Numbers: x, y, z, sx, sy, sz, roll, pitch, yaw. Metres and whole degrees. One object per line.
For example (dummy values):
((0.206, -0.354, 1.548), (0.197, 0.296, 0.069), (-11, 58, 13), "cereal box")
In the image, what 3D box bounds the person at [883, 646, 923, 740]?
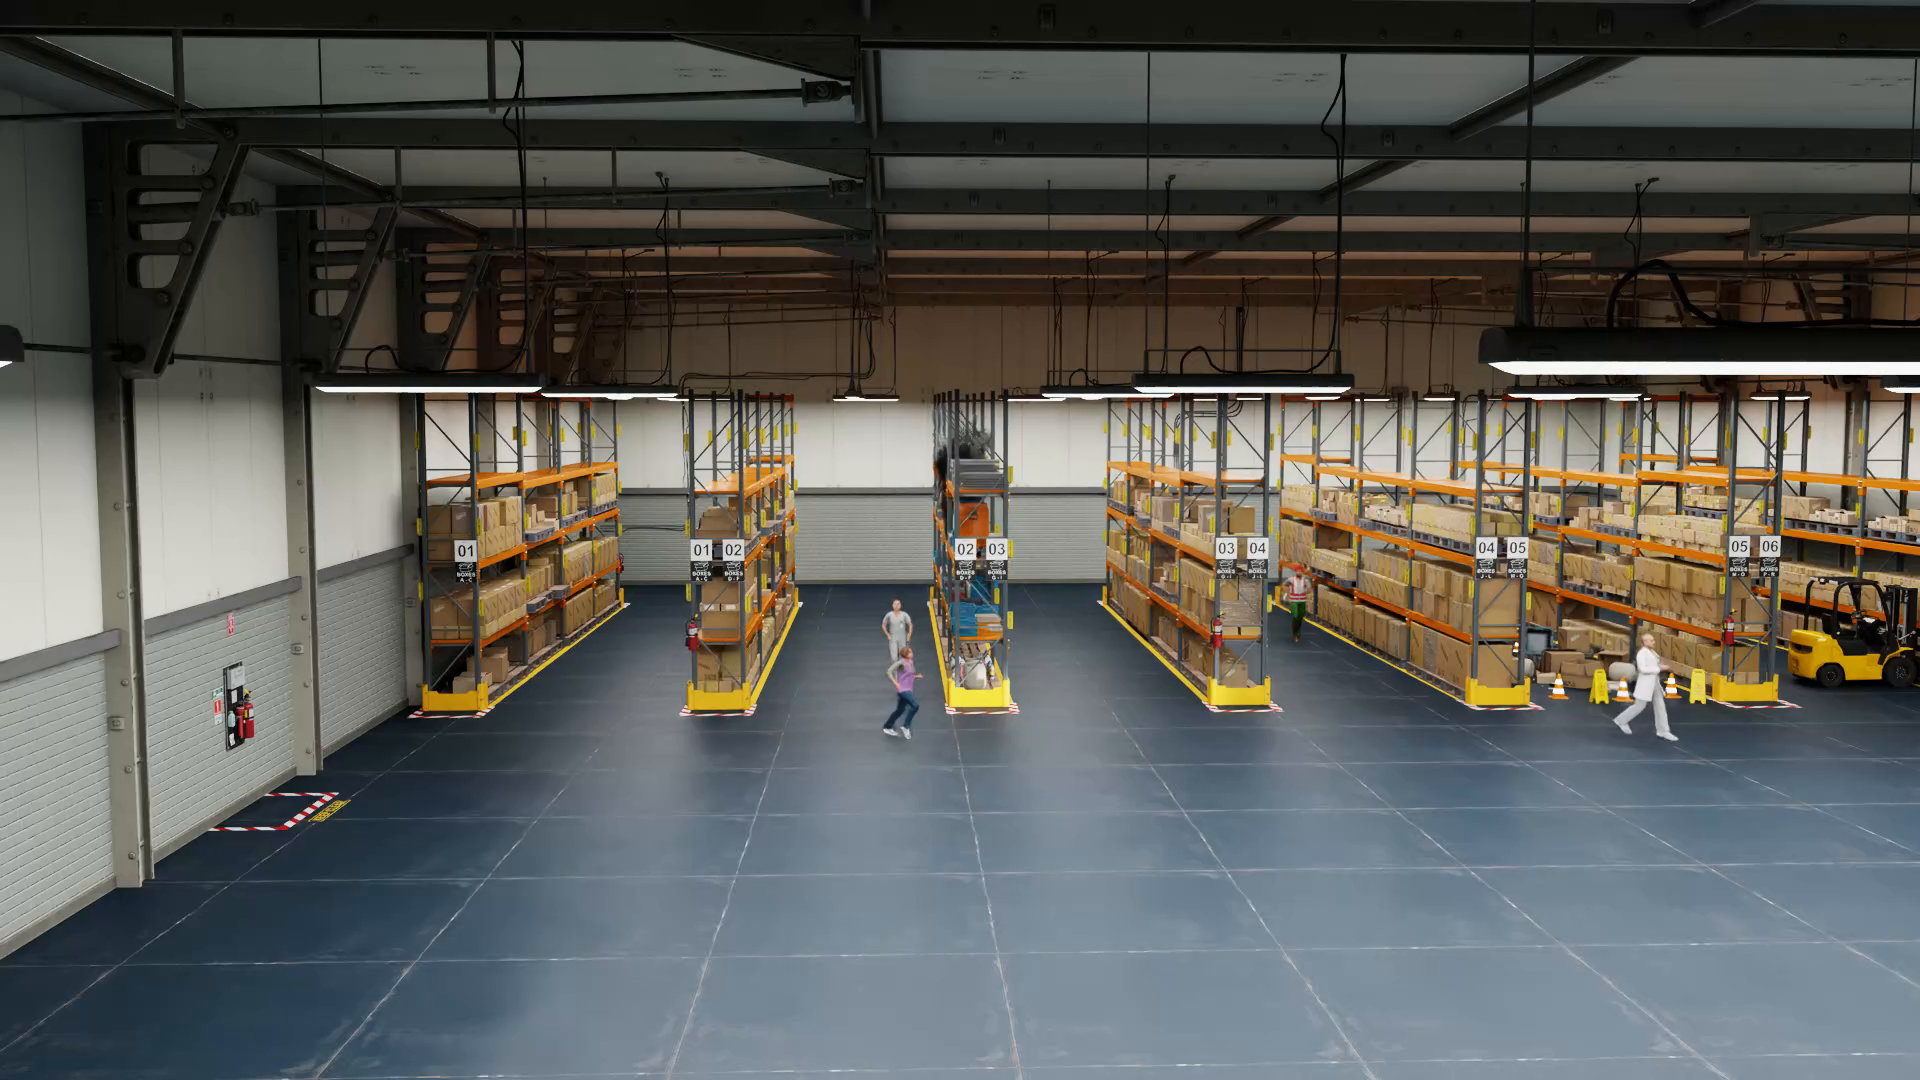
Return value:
((-0.980, 2.617, 28.496), (0.721, 1.583, 0.521), (2, 5, 18), "person")

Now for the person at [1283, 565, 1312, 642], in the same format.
((8.193, 1.533, 40.350), (0.648, 1.842, 0.798), (0, 5, -3), "person")

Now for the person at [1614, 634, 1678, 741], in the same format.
((11.742, 2.489, 28.403), (0.699, 1.773, 1.057), (-4, 6, -42), "person")

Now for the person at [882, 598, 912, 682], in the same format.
((-1.233, 1.953, 32.625), (0.609, 1.633, 0.536), (0, 5, -6), "person")
